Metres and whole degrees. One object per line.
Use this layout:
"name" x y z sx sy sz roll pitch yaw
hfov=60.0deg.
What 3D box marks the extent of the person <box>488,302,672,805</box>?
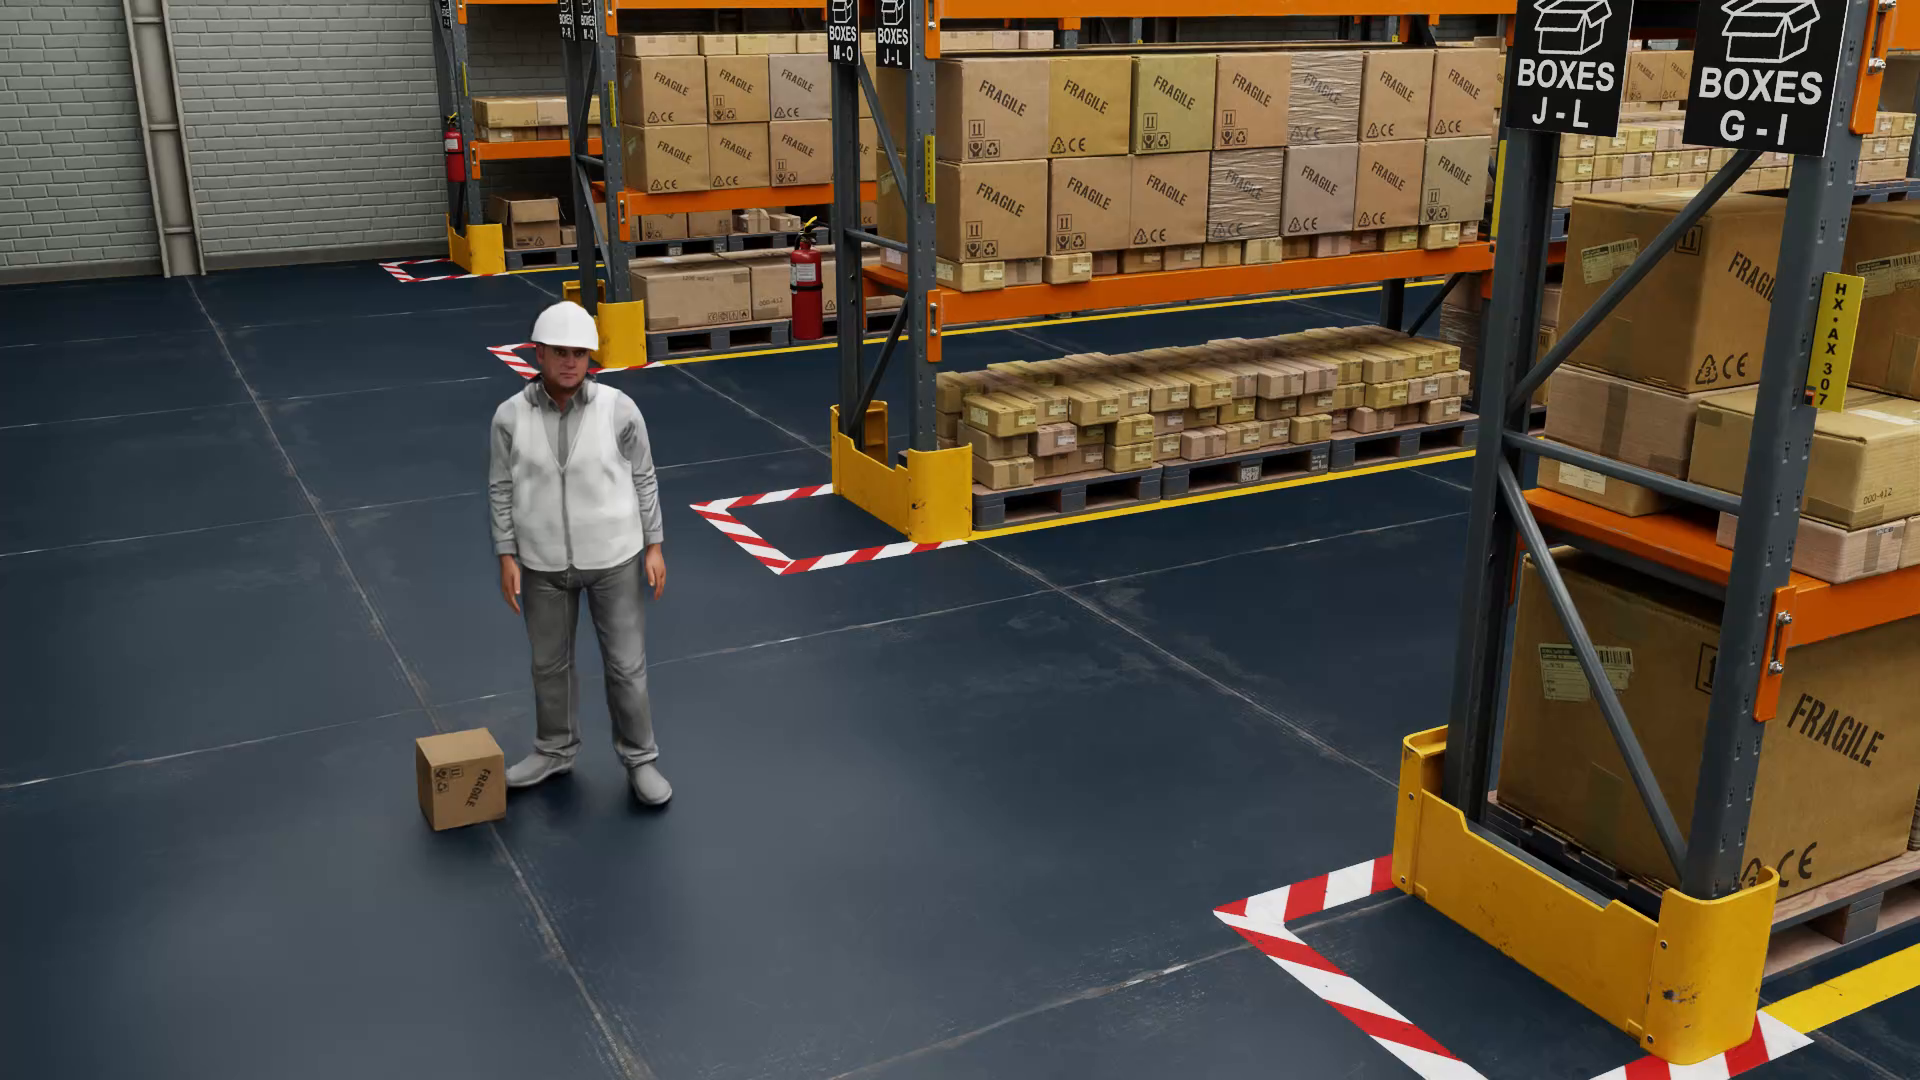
"person" -1.353 0.061 5.781 0.641 1.781 0.408 -1 18 -2
